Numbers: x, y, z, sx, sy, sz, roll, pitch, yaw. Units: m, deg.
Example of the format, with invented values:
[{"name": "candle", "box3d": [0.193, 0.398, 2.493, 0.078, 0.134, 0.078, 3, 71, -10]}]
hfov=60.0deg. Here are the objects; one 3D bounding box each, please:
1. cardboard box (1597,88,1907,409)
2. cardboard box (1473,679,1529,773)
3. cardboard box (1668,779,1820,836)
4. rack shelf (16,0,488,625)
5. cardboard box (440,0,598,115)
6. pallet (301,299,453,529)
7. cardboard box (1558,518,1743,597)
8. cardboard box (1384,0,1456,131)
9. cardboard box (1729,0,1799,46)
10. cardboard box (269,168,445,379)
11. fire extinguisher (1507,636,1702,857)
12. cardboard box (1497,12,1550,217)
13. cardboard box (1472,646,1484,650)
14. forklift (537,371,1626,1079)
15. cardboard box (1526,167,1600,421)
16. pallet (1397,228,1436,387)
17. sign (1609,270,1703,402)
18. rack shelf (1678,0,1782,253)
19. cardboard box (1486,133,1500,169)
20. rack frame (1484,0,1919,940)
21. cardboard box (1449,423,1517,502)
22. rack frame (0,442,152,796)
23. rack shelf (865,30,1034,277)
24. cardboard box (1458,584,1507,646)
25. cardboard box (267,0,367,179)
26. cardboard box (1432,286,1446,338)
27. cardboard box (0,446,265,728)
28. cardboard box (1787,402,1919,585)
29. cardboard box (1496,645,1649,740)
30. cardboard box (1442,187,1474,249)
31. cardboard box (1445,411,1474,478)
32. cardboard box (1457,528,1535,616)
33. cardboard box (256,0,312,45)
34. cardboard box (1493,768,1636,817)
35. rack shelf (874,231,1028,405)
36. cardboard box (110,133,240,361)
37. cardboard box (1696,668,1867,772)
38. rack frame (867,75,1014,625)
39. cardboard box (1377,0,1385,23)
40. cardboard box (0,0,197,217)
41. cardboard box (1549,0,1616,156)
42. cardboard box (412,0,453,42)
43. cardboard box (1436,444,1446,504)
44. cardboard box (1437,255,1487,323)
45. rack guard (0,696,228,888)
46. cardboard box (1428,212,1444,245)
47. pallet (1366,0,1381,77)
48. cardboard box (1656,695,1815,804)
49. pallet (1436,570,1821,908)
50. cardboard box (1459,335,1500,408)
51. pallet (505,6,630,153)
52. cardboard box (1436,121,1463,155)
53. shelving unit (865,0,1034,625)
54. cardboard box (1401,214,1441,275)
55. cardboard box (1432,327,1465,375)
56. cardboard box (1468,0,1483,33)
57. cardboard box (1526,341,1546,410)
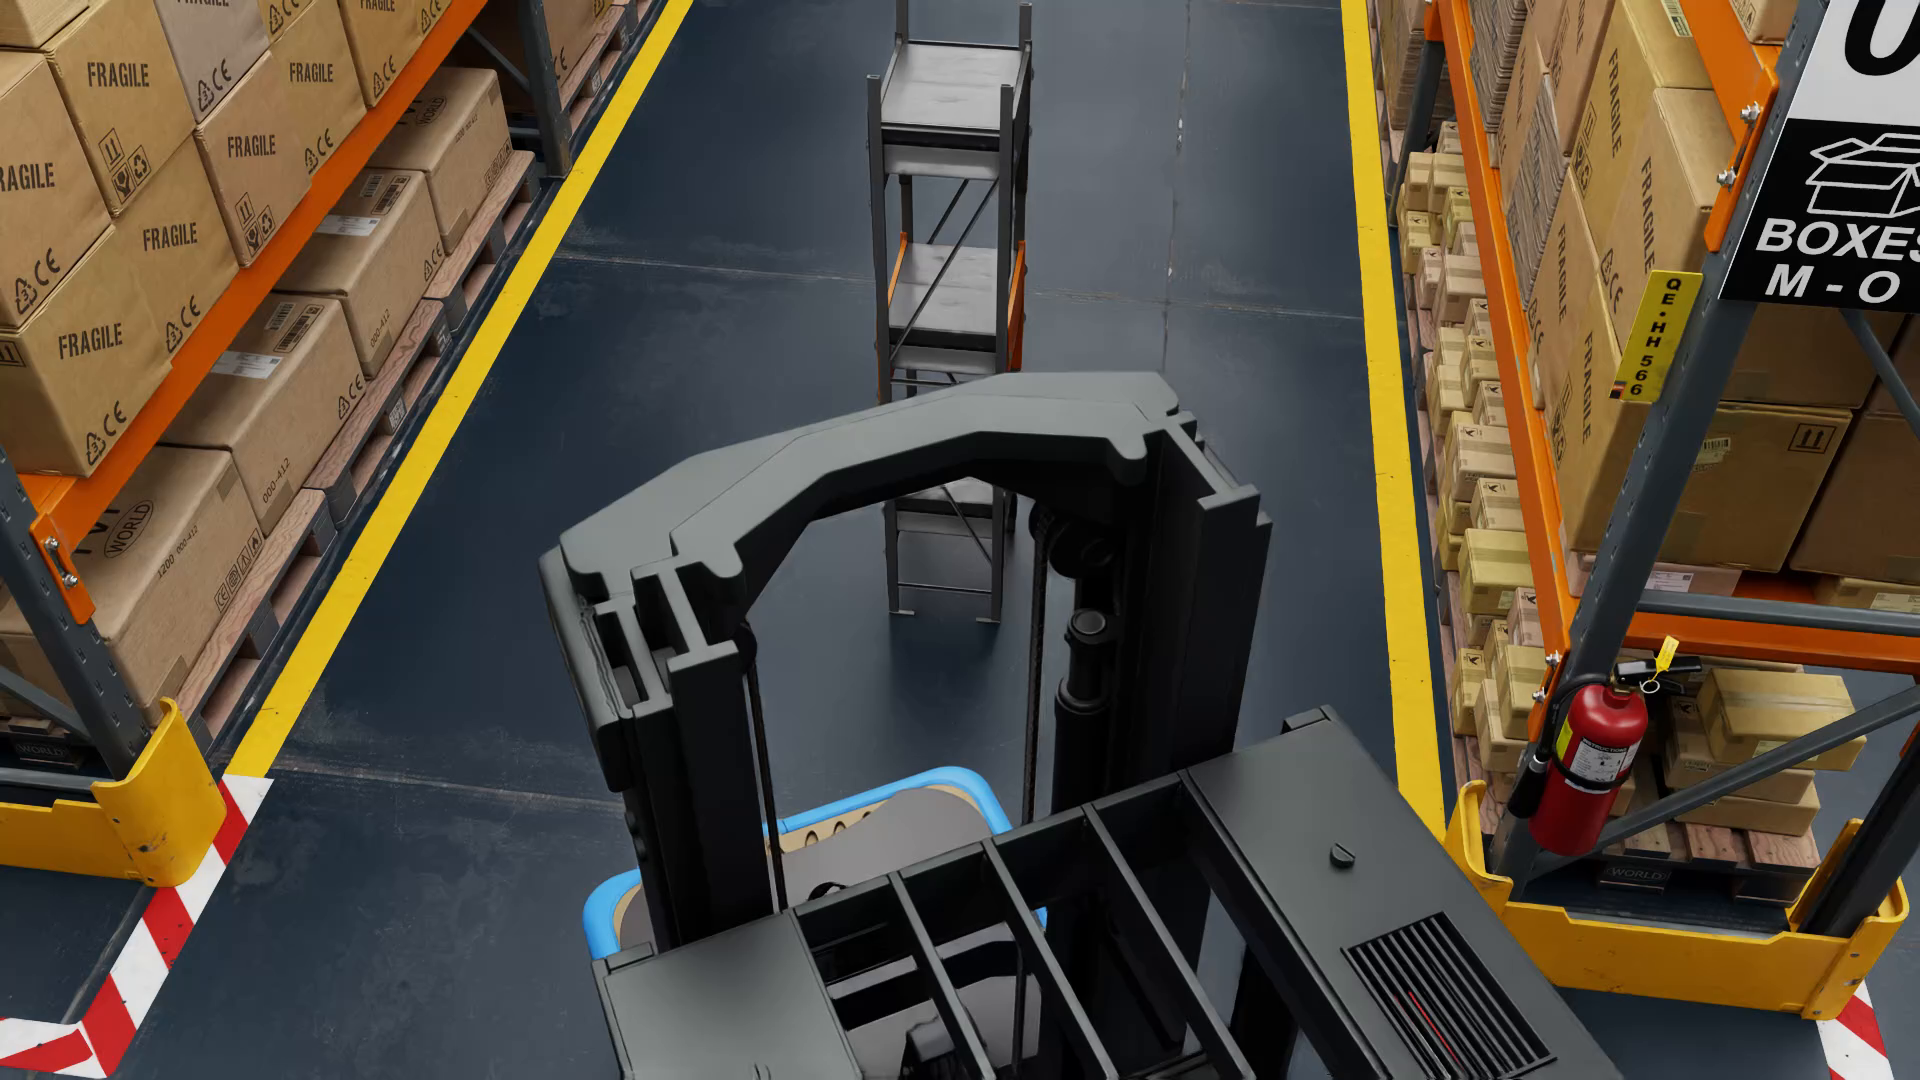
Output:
[{"name": "cardboard box", "box3d": [1.797, -0.660, 3.749, 0.500, 0.500, 0.500, 4, 44, 5]}, {"name": "cardboard box", "box3d": [1.770, 0.571, 5.017, 0.380, 0.149, 0.250, 4, 44, 4]}, {"name": "cardboard box", "box3d": [2.370, 0.737, 5.058, 0.380, 0.149, 0.250, 6, 44, 6]}, {"name": "rack shelf", "box3d": [-2.673, -1.301, 5.965, 1.077, 0.370, 4.000, 5, 44, 6]}, {"name": "cardboard box", "box3d": [-2.406, -2.736, 8.197, 0.875, 0.875, 0.875, 6, 44, 7]}, {"name": "pallet", "box3d": [-2.745, -0.567, 6.696, 1.003, 0.211, 1.213, 5, 44, 6]}, {"name": "cardboard box", "box3d": [1.746, 0.026, 4.224, 0.380, 0.149, 0.250, 5, 44, 6]}, {"name": "cardboard box", "box3d": [2.360, -2.316, 8.027, 0.500, 0.500, 0.500, 4, 44, 5]}, {"name": "cardboard box", "box3d": [1.781, -1.187, 3.249, 0.500, 0.250, 0.500, 4, 44, 5]}, {"name": "cardboard box", "box3d": [-2.715, -1.119, 6.808, 0.875, 0.438, 0.875, 4, 44, 4]}, {"name": "fire extinguisher", "box3d": [1.492, 0.475, 3.894, 0.296, 0.674, 0.183, 5, 44, 6]}, {"name": "cardboard box", "box3d": [1.994, -1.328, 5.181, 0.500, 0.500, 0.500, 7, 44, 8]}, {"name": "cardboard box", "box3d": [1.900, 0.331, 5.487, 0.380, 0.149, 0.250, 5, 44, 5]}, {"name": "forklift", "box3d": [0.157, 1.318, 2.726, 1.130, 2.935, 3.031, -16, 46, -17]}, {"name": "cardboard box", "box3d": [1.860, -0.642, 4.458, 0.500, 0.500, 0.500, 5, 44, 5]}, {"name": "pallet", "box3d": [2.458, -1.070, 7.227, 1.003, 0.211, 1.213, 5, 44, 6]}, {"name": "sign", "box3d": [1.435, -0.417, 3.437, 0.100, 0.325, 0.005, 5, 44, 6]}, {"name": "rack shelf", "box3d": [2.247, -2.009, 4.531, 1.077, 0.370, 4.000, 5, 44, 6]}, {"name": "cardboard box", "box3d": [2.024, -1.387, 5.716, 0.380, 0.149, 0.250, 7, 44, 7]}, {"name": "rack frame", "box3d": [1.983, 0.182, 3.876, 1.000, 3.000, 0.127, 5, 44, 6]}, {"name": "cardboard box", "box3d": [1.878, -0.248, 5.665, 0.380, 0.149, 0.250, 7, 44, 7]}, {"name": "rack frame", "box3d": [-2.937, -0.199, 4.278, 1.000, 3.000, 0.127, 5, 44, 6]}, {"name": "rack shelf", "box3d": [-0.022, -1.148, 4.937, 0.431, 0.518, 0.480, 5, 44, 6]}, {"name": "cardboard box", "box3d": [1.837, 0.217, 5.391, 0.380, 0.149, 0.250, 4, 44, 4]}, {"name": "cardboard box", "box3d": [-2.415, -1.571, 5.655, 0.500, 0.500, 0.500, 7, 44, 7]}, {"name": "cardboard box", "box3d": [2.145, -0.909, 6.797, 0.380, 0.149, 0.250, 4, 44, 5]}, {"name": "cardboard box", "box3d": [-2.949, 0.120, 5.500, 0.875, 0.438, 0.875, 4, 44, 4]}, {"name": "cardboard box", "box3d": [2.316, -0.243, 4.036, 0.500, 0.500, 0.500, 7, 44, 7]}, {"name": "cardboard box", "box3d": [1.802, 0.465, 4.913, 0.380, 0.149, 0.250, 6, 44, 6]}, {"name": "cardboard box", "box3d": [2.181, -1.302, 6.779, 0.380, 0.149, 0.250, 5, 44, 5]}, {"name": "cardboard box", "box3d": [1.945, -0.310, 5.948, 0.380, 0.149, 0.250, 7, 44, 8]}, {"name": "cardboard box", "box3d": [1.800, 0.111, 5.286, 0.380, 0.149, 0.250, 4, 44, 5]}, {"name": "cardboard box", "box3d": [-2.404, -1.944, 5.321, 0.500, 0.500, 0.500, 5, 44, 6]}, {"name": "cardboard box", "box3d": [1.846, 0.687, 5.111, 0.380, 0.149, 0.250, 6, 44, 6]}, {"name": "rack shelf", "box3d": [-0.022, -0.640, 5.418, 0.431, 0.518, 0.480, 5, 44, 6]}, {"name": "cardboard box", "box3d": [-2.550, -0.883, 4.929, 0.500, 0.500, 0.500, 5, 44, 5]}, {"name": "cardboard box", "box3d": [2.389, 0.523, 4.852, 0.380, 0.149, 0.250, 3, 44, 4]}, {"name": "rack frame", "box3d": [-0.054, -0.483, 5.233, 0.400, 2.100, 0.015, 5, 44, 6]}, {"name": "cardboard box", "box3d": [2.500, -3.015, 8.765, 0.500, 0.500, 0.500, 4, 44, 5]}, {"name": "cardboard box", "box3d": [-2.530, -1.252, 4.591, 0.500, 0.500, 0.500, 4, 44, 4]}, {"name": "cardboard box", "box3d": [1.924, -1.360, 4.489, 0.500, 0.500, 0.500, 7, 44, 8]}, {"name": "cardboard box", "box3d": [-2.279, -2.271, 6.394, 0.500, 0.500, 0.500, 4, 44, 4]}, {"name": "cardboard box", "box3d": [1.947, -0.203, 6.051, 0.380, 0.149, 0.250, 6, 44, 6]}, {"name": "cardboard box", "box3d": [2.055, -0.956, 6.414, 0.380, 0.149, 0.250, 6, 44, 6]}, {"name": "rack guard", "box3d": [-2.940, 0.725, 5.121, 1.175, 0.500, 0.348, 5, 44, 6]}, {"name": "cardboard box", "box3d": [2.202, -1.371, 7.068, 0.380, 0.149, 0.250, 6, 44, 6]}, {"name": "pallet", "box3d": [2.772, -2.896, 9.155, 1.003, 0.211, 1.213, 5, 44, 6]}, {"name": "cardboard box", "box3d": [2.307, 0.623, 4.962, 0.380, 0.149, 0.250, 7, 44, 7]}, {"name": "pallet", "box3d": [2.135, 0.593, 5.471, 1.003, 0.211, 1.213, 5, 44, 6]}, {"name": "cardboard box", "box3d": [2.029, -0.598, 6.036, 0.380, 0.149, 0.250, 5, 44, 6]}, {"name": "pallet", "box3d": [-2.381, -2.445, 8.679, 1.003, 0.211, 1.213, 5, 44, 6]}, {"name": "cardboard box", "box3d": [2.261, -1.661, 7.158, 0.380, 0.149, 0.250, 7, 44, 7]}, {"name": "shelving unit", "box3d": [-0.022, -0.650, 5.409, 0.431, 2.100, 0.503, 5, 44, 6]}, {"name": "cardboard box", "box3d": [2.110, -1.261, 7.168, 0.380, 0.149, 0.250, 6, 44, 7]}, {"name": "cardboard box", "box3d": [2.011, -0.666, 6.323, 0.380, 0.149, 0.250, 5, 44, 5]}, {"name": "cardboard box", "box3d": [2.138, -2.036, 5.929, 0.500, 0.500, 0.500, 5, 44, 5]}, {"name": "cardboard box", "box3d": [1.845, -0.489, 4.767, 0.380, 0.149, 0.250, 6, 44, 7]}]
